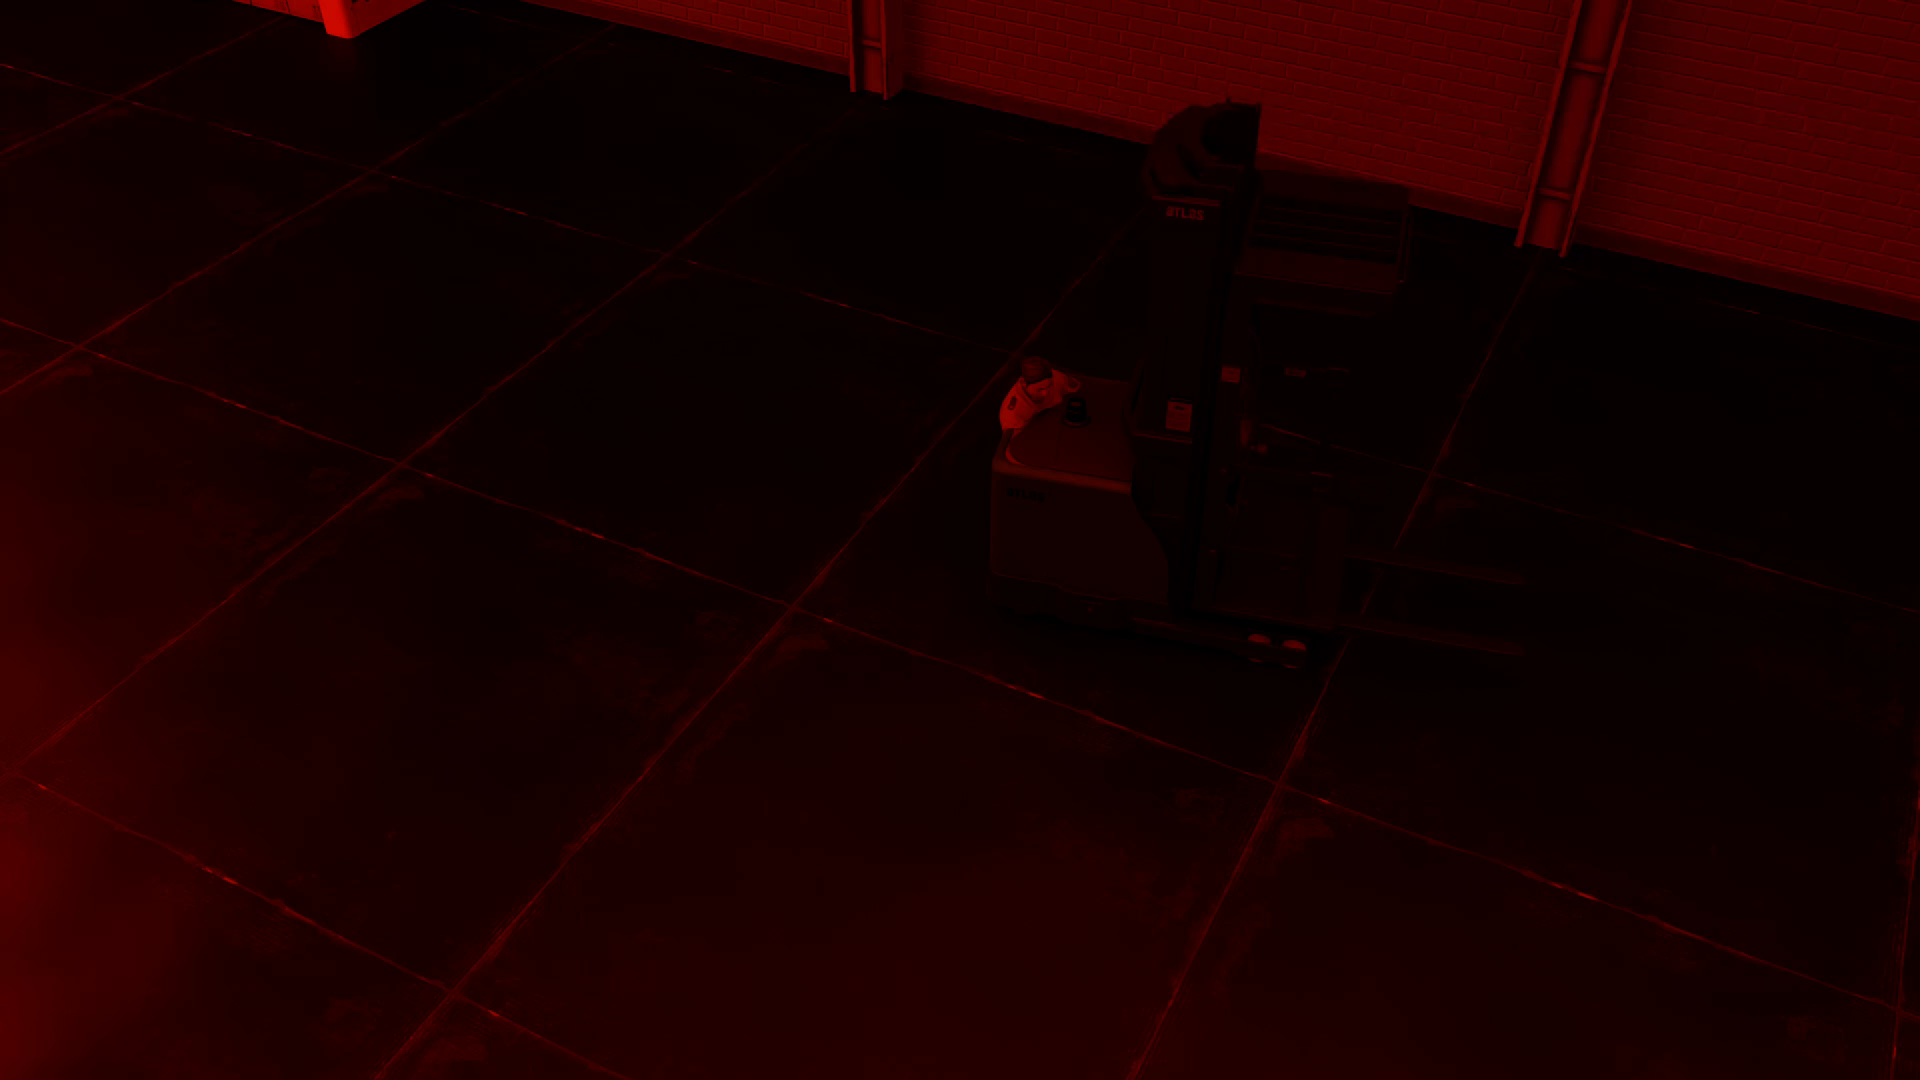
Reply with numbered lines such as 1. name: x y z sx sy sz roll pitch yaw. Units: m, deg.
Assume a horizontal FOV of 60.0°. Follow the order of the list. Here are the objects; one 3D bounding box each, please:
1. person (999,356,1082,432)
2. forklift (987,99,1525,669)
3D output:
1. person: 0.552 -0.401 9.605 0.872 1.451 0.705 -28 47 -29
2. forklift: 1.732 -0.775 8.906 3.031 2.935 1.130 10 41 11
